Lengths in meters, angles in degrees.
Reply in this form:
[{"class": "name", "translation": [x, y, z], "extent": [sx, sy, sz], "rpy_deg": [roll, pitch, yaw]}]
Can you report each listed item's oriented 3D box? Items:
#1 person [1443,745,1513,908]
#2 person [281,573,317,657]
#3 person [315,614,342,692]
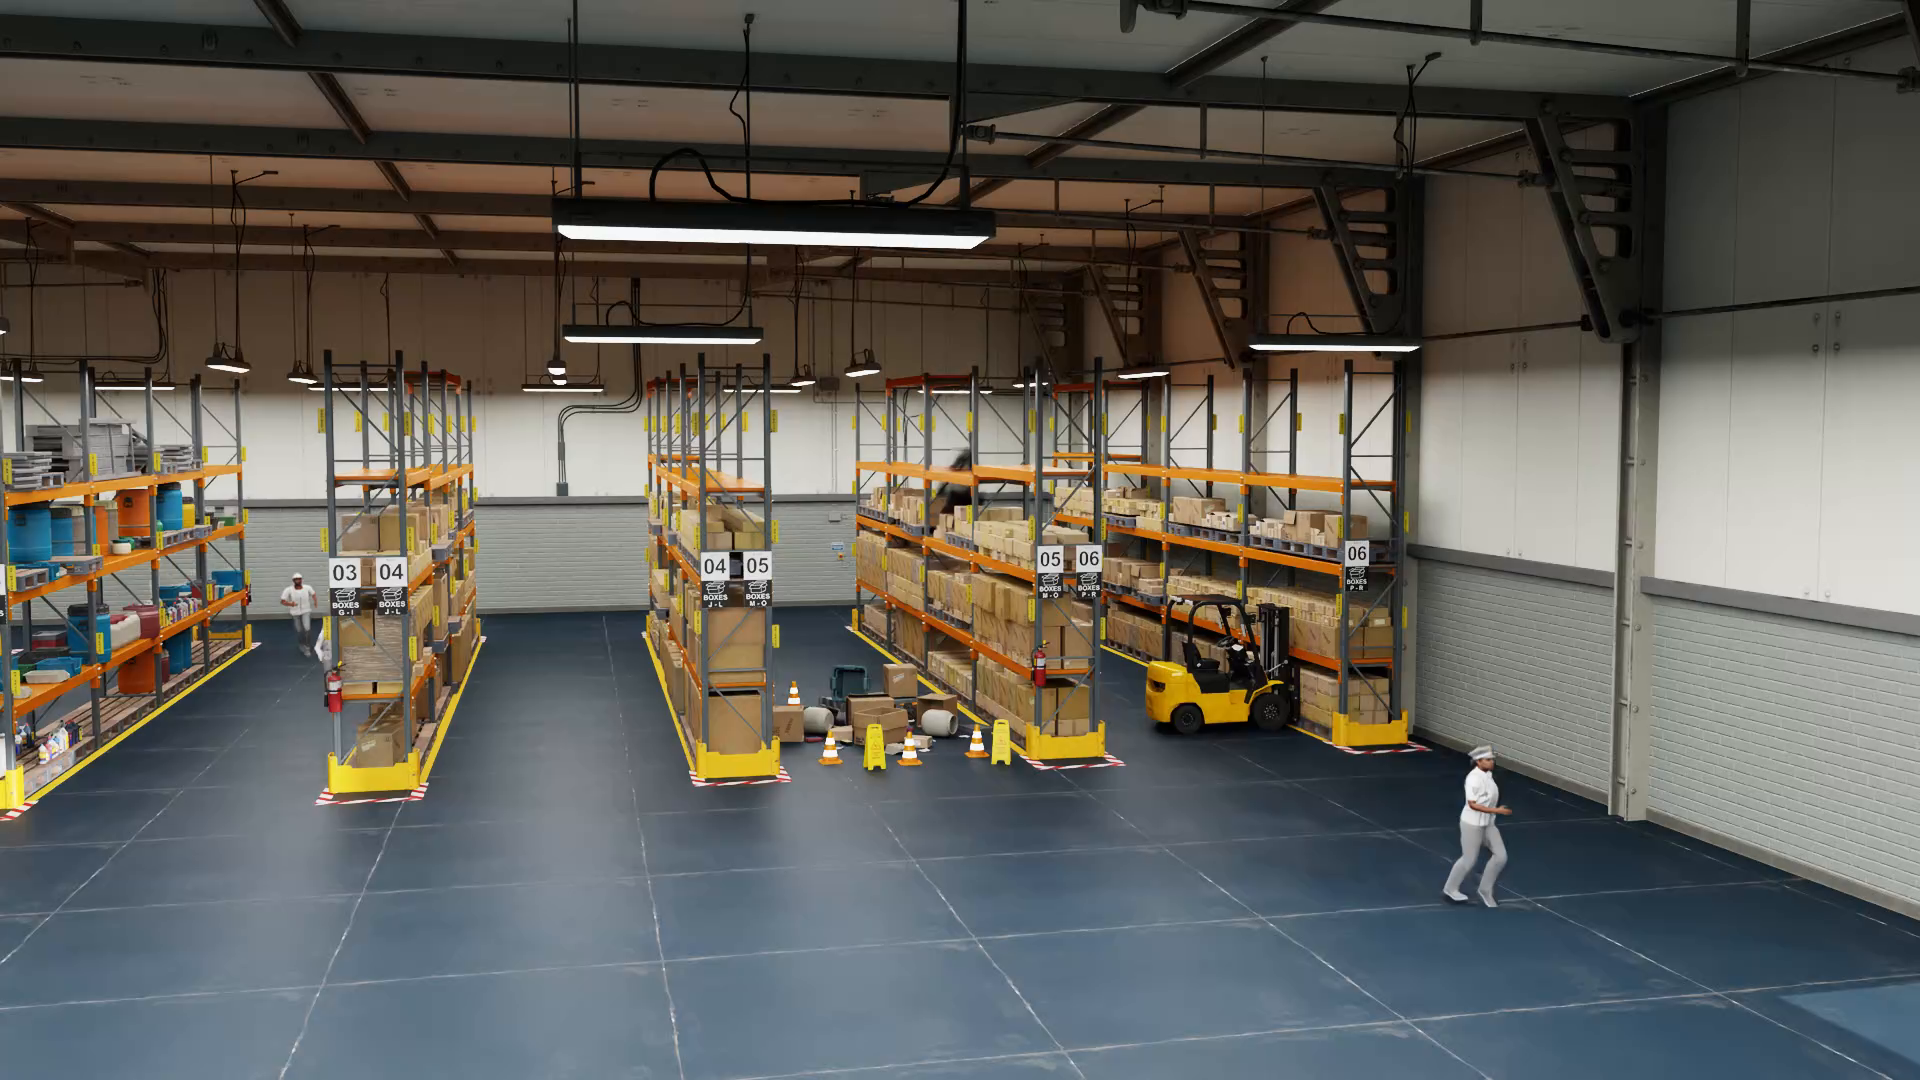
[{"class": "person", "translation": [5.399, 2.978, 17.249], "extent": [0.728, 1.754, 0.588], "rpy_deg": [4, 5, 44]}, {"class": "person", "translation": [-14.314, 1.630, 36.012], "extent": [0.732, 1.841, 0.687], "rpy_deg": [-2, 4, -26]}, {"class": "person", "translation": [-11.115, 2.126, 29.517], "extent": [0.615, 1.658, 0.642], "rpy_deg": [-2, 4, -24]}]
